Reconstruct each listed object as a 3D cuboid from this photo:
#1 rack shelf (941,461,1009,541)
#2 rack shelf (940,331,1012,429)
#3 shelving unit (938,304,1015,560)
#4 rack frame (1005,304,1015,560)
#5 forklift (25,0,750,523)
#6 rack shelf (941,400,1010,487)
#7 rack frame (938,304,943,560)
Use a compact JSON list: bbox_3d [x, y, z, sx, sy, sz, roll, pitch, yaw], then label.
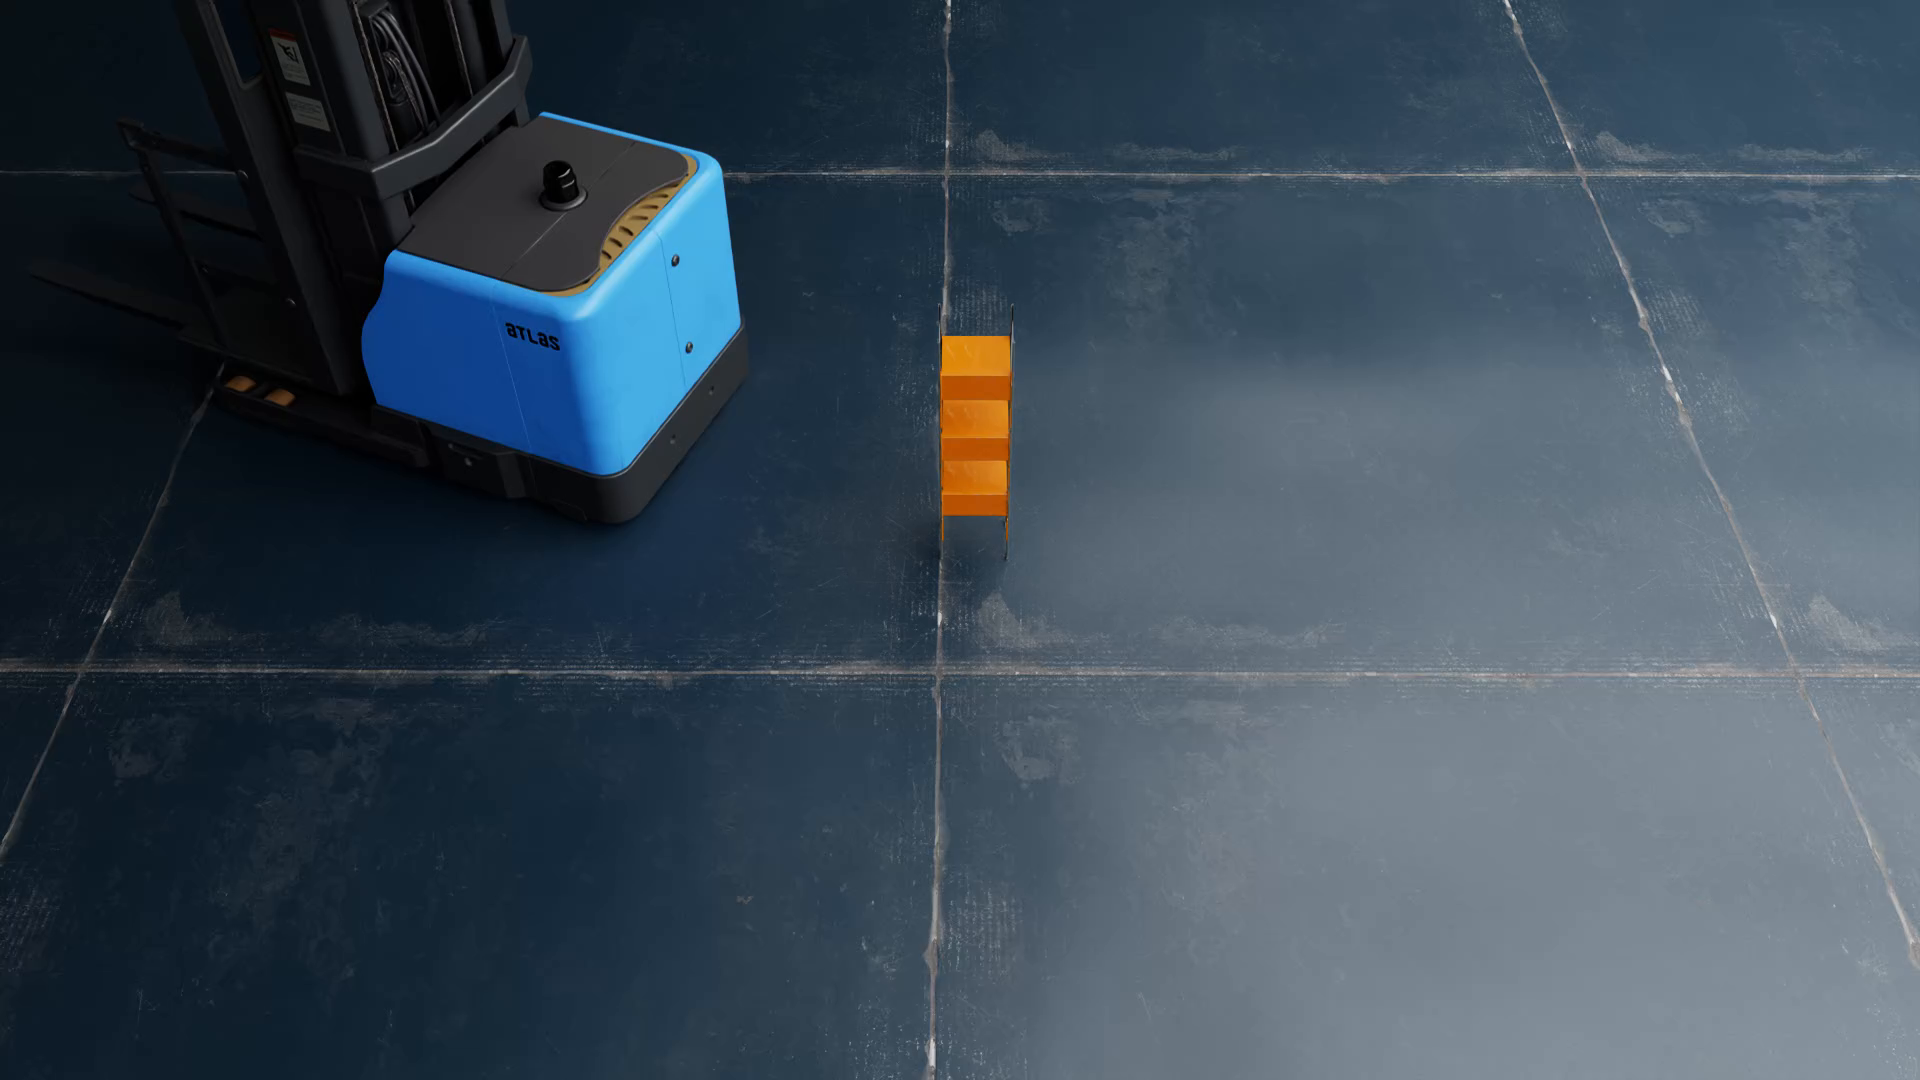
[{"bbox_3d":[0.054,-0.161,6.077,0.240,0.259,0.215,0,47,0],"label":"rack shelf"},{"bbox_3d":[0.053,-0.544,5.666,0.240,0.259,0.215,0,47,0],"label":"rack shelf"},{"bbox_3d":[0.053,-0.358,5.866,0.252,1.050,0.215,0,47,0],"label":"shelving unit"},{"bbox_3d":[0.175,-0.357,5.865,0.008,1.050,0.200,0,47,0],"label":"rack frame"},{"bbox_3d":[-2.424,-1.777,5.901,3.031,2.935,1.130,17,49,16],"label":"forklift"},{"bbox_3d":[0.053,-0.350,5.873,0.240,0.259,0.215,0,47,0],"label":"rack shelf"},{"bbox_3d":[-0.069,-0.358,5.866,0.008,1.050,0.200,0,47,0],"label":"rack frame"}]
